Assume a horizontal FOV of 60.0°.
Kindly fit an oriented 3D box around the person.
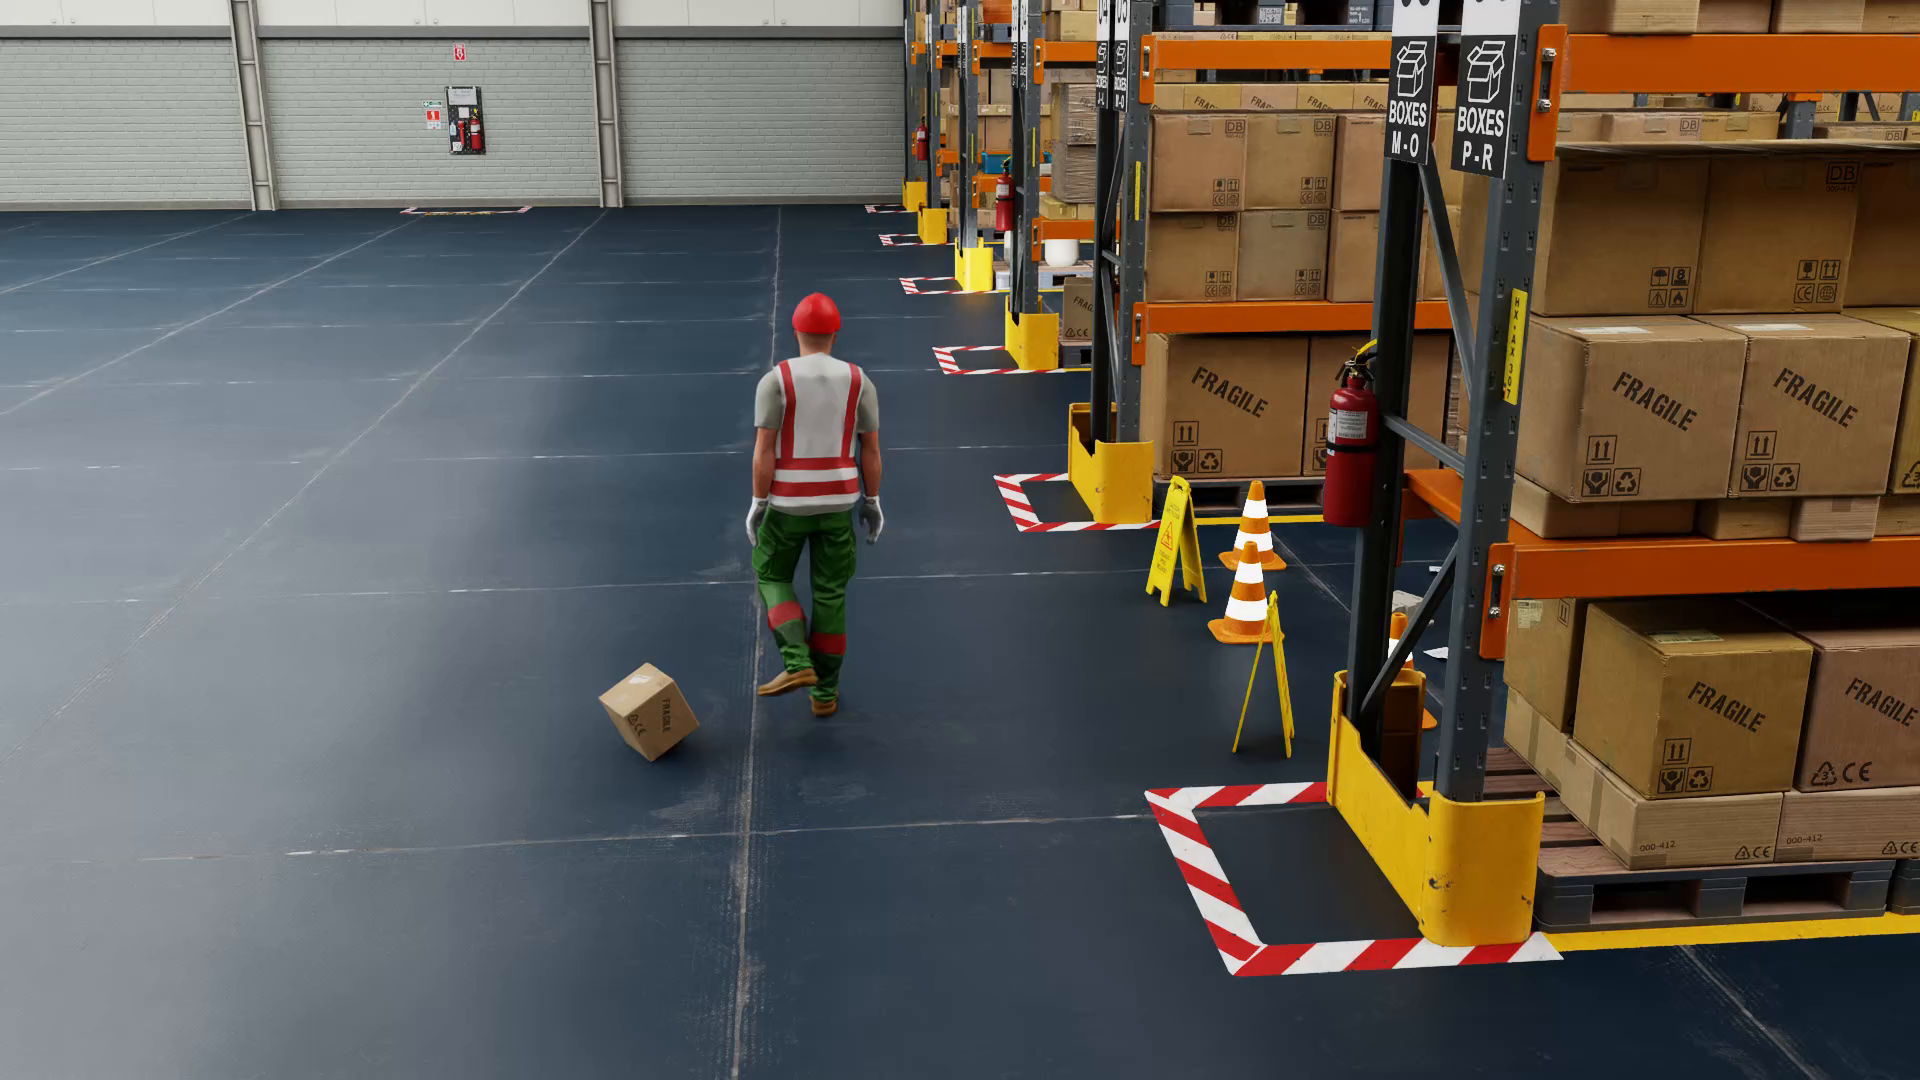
[{"bbox_3d":[-0.613,-0.133,7.008,0.596,1.782,0.530,-5,17,-15],"label":"person"}]
